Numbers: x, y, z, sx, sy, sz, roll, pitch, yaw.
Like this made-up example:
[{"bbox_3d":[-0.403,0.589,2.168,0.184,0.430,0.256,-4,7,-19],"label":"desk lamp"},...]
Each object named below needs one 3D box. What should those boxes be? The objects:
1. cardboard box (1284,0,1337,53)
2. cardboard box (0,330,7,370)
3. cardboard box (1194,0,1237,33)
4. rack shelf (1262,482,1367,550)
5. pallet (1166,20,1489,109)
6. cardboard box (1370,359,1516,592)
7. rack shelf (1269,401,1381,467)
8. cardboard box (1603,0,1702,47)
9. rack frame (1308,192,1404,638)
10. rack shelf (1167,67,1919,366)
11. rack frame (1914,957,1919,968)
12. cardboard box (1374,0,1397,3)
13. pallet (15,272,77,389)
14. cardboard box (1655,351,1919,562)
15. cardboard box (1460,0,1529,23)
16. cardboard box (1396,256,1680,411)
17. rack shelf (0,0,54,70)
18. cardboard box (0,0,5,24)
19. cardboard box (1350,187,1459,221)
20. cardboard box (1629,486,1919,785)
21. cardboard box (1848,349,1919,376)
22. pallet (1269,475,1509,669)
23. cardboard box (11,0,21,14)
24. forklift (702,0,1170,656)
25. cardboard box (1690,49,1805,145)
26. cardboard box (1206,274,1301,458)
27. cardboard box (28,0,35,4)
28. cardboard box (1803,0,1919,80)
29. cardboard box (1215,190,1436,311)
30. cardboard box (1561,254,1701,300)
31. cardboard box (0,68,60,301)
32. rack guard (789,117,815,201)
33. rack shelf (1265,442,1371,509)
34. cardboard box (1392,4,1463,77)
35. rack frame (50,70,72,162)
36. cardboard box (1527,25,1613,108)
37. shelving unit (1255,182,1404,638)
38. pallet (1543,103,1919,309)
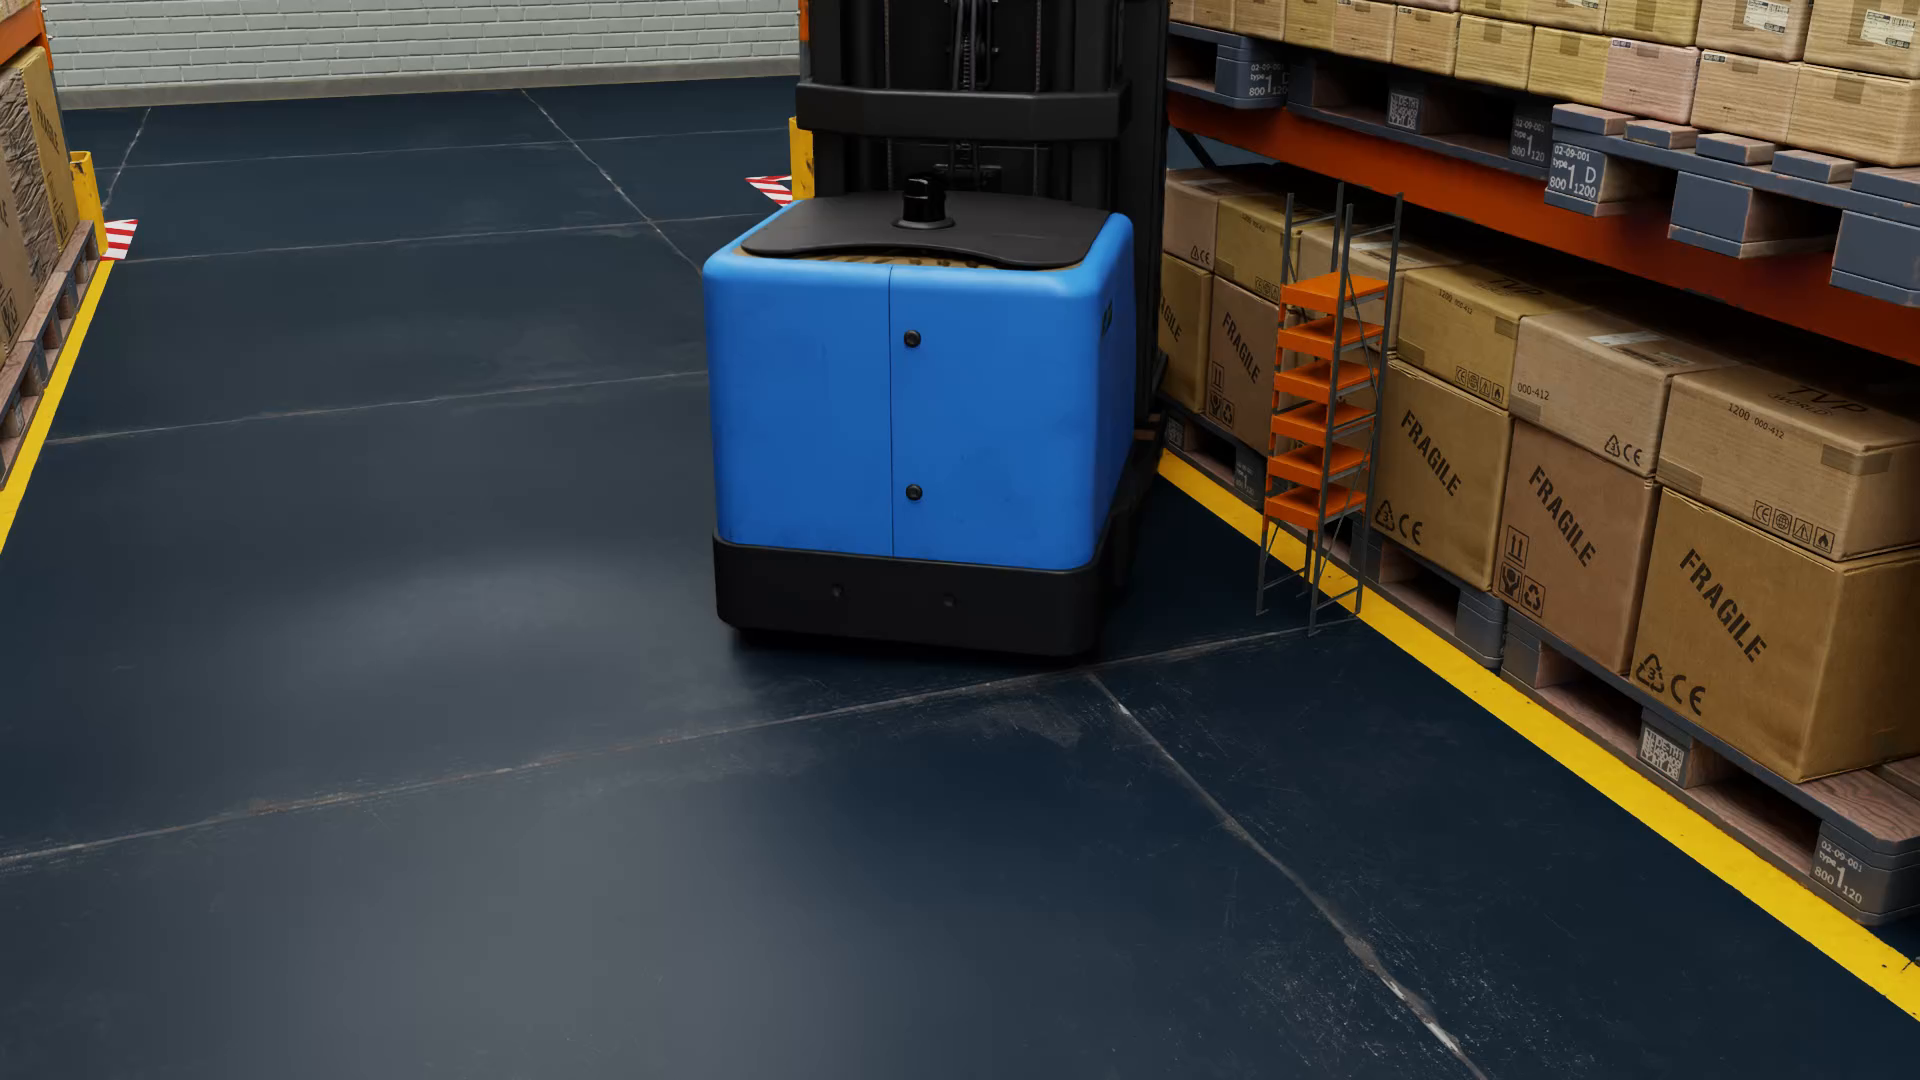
[{"bbox_3d":[1.129,-1.445,4.598,0.380,0.149,0.250,-9,24,-20],"label":"cardboard box"},{"bbox_3d":[-3.880,-0.868,5.643,0.875,0.875,0.875,-8,24,-19],"label":"cardboard box"},{"bbox_3d":[0.939,-1.636,5.052,0.380,0.149,0.250,-8,24,-18],"label":"cardboard box"},{"bbox_3d":[0.993,-0.078,4.622,0.258,0.103,0.180,-20,30,-39],"label":"rack shelf"},{"bbox_3d":[1.088,-1.661,5.575,1.003,0.211,1.213,-8,24,-19],"label":"pallet"},{"bbox_3d":[1.508,-0.217,4.582,0.500,0.500,0.500,-9,25,-21],"label":"cardboard box"},{"bbox_3d":[0.993,-0.299,4.529,0.258,0.103,0.180,-20,30,-39],"label":"rack shelf"},{"bbox_3d":[1.575,-1.117,3.439,0.380,0.149,0.250,-8,24,-18],"label":"cardboard box"},{"bbox_3d":[1.055,-0.314,4.450,0.240,1.200,0.006,-20,30,-39],"label":"rack frame"},{"bbox_3d":[1.661,-0.989,4.660,1.077,0.370,4.000,-8,24,-19],"label":"rack shelf"},{"bbox_3d":[2.367,-0.593,2.796,1.000,3.000,0.127,-8,24,-19],"label":"rack frame"},{"bbox_3d":[1.217,-1.487,4.317,0.380,0.149,0.250,-9,24,-20],"label":"cardboard box"},{"bbox_3d":[-4.352,-0.849,6.993,1.003,0.211,1.213,-8,24,-19],"label":"pallet"},{"bbox_3d":[1.880,-0.193,3.559,0.500,0.250,0.500,-9,24,-20],"label":"cardboard box"},{"bbox_3d":[1.402,-1.299,3.870,0.380,0.149,0.250,-9,24,-19],"label":"cardboard box"},{"bbox_3d":[1.527,-0.562,4.434,0.500,0.250,0.500,-8,24,-18],"label":"cardboard box"},{"bbox_3d":[-4.428,-1.798,6.581,1.077,0.370,4.000,-8,24,-19],"label":"rack shelf"},{"bbox_3d":[-4.339,-2.286,7.134,0.380,0.149,0.250,-9,24,-20],"label":"cardboard box"},{"bbox_3d":[1.623,-1.010,5.495,0.500,0.250,0.500,-7,24,-16],"label":"cardboard box"},{"bbox_3d":[1.890,0.162,3.682,0.500,0.500,0.500,-8,24,-19],"label":"cardboard box"},{"bbox_3d":[2.350,-0.264,3.728,0.500,0.250,0.500,-9,25,-21],"label":"cardboard box"},{"bbox_3d":[1.665,-0.035,5.062,1.003,0.211,1.213,-8,24,-19],"label":"pallet"},{"bbox_3d":[-4.520,-2.470,7.573,0.380,0.149,0.250,-8,24,-19],"label":"cardboard box"},{"bbox_3d":[0.133,-1.589,5.247,1.130,2.935,3.031,5,23,11],"label":"forklift"},{"bbox_3d":[1.677,-0.878,3.254,0.380,0.149,0.250,-8,24,-19],"label":"cardboard box"},{"bbox_3d":[1.155,-0.592,5.469,0.500,0.500,0.500,-7,24,-17],"label":"cardboard box"},{"bbox_3d":[-4.701,-2.656,8.014,0.380,0.149,0.250,-8,24,-18],"label":"cardboard box"},{"bbox_3d":[1.767,-0.925,2.983,0.380,0.149,0.250,-8,24,-18],"label":"cardboard box"},{"bbox_3d":[1.158,-0.936,5.321,0.500,0.250,0.500,-8,24,-18],"label":"cardboard box"},{"bbox_3d":[2.008,-0.630,4.595,0.500,0.250,0.500,-8,24,-19],"label":"cardboard box"},{"bbox_3d":[-4.512,-1.519,7.186,0.875,0.875,0.875,-8,24,-19],"label":"cardboard box"},{"bbox_3d":[-0.432,-2.321,10.113,1.175,0.500,0.348,-8,24,-19],"label":"rack guard"},{"bbox_3d":[0.993,-0.189,4.576,0.258,0.103,0.180,-20,30,-39],"label":"rack shelf"},{"bbox_3d":[1.315,-1.254,4.146,0.380,0.149,0.250,-8,24,-17],"label":"cardboard box"},{"bbox_3d":[-5.135,-2.856,8.165,1.000,3.000,0.127,-8,24,-19],"label":"rack frame"},{"bbox_3d":[1.501,-1.062,3.691,0.380,0.149,0.250,-9,24,-20],"label":"cardboard box"},{"bbox_3d":[0.993,-0.340,4.512,0.258,1.200,0.189,-20,30,-39],"label":"shelving unit"},{"bbox_3d":[2.016,-0.749,3.413,1.213,0.211,1.003,-8,24,-19],"label":"pallet"}]
